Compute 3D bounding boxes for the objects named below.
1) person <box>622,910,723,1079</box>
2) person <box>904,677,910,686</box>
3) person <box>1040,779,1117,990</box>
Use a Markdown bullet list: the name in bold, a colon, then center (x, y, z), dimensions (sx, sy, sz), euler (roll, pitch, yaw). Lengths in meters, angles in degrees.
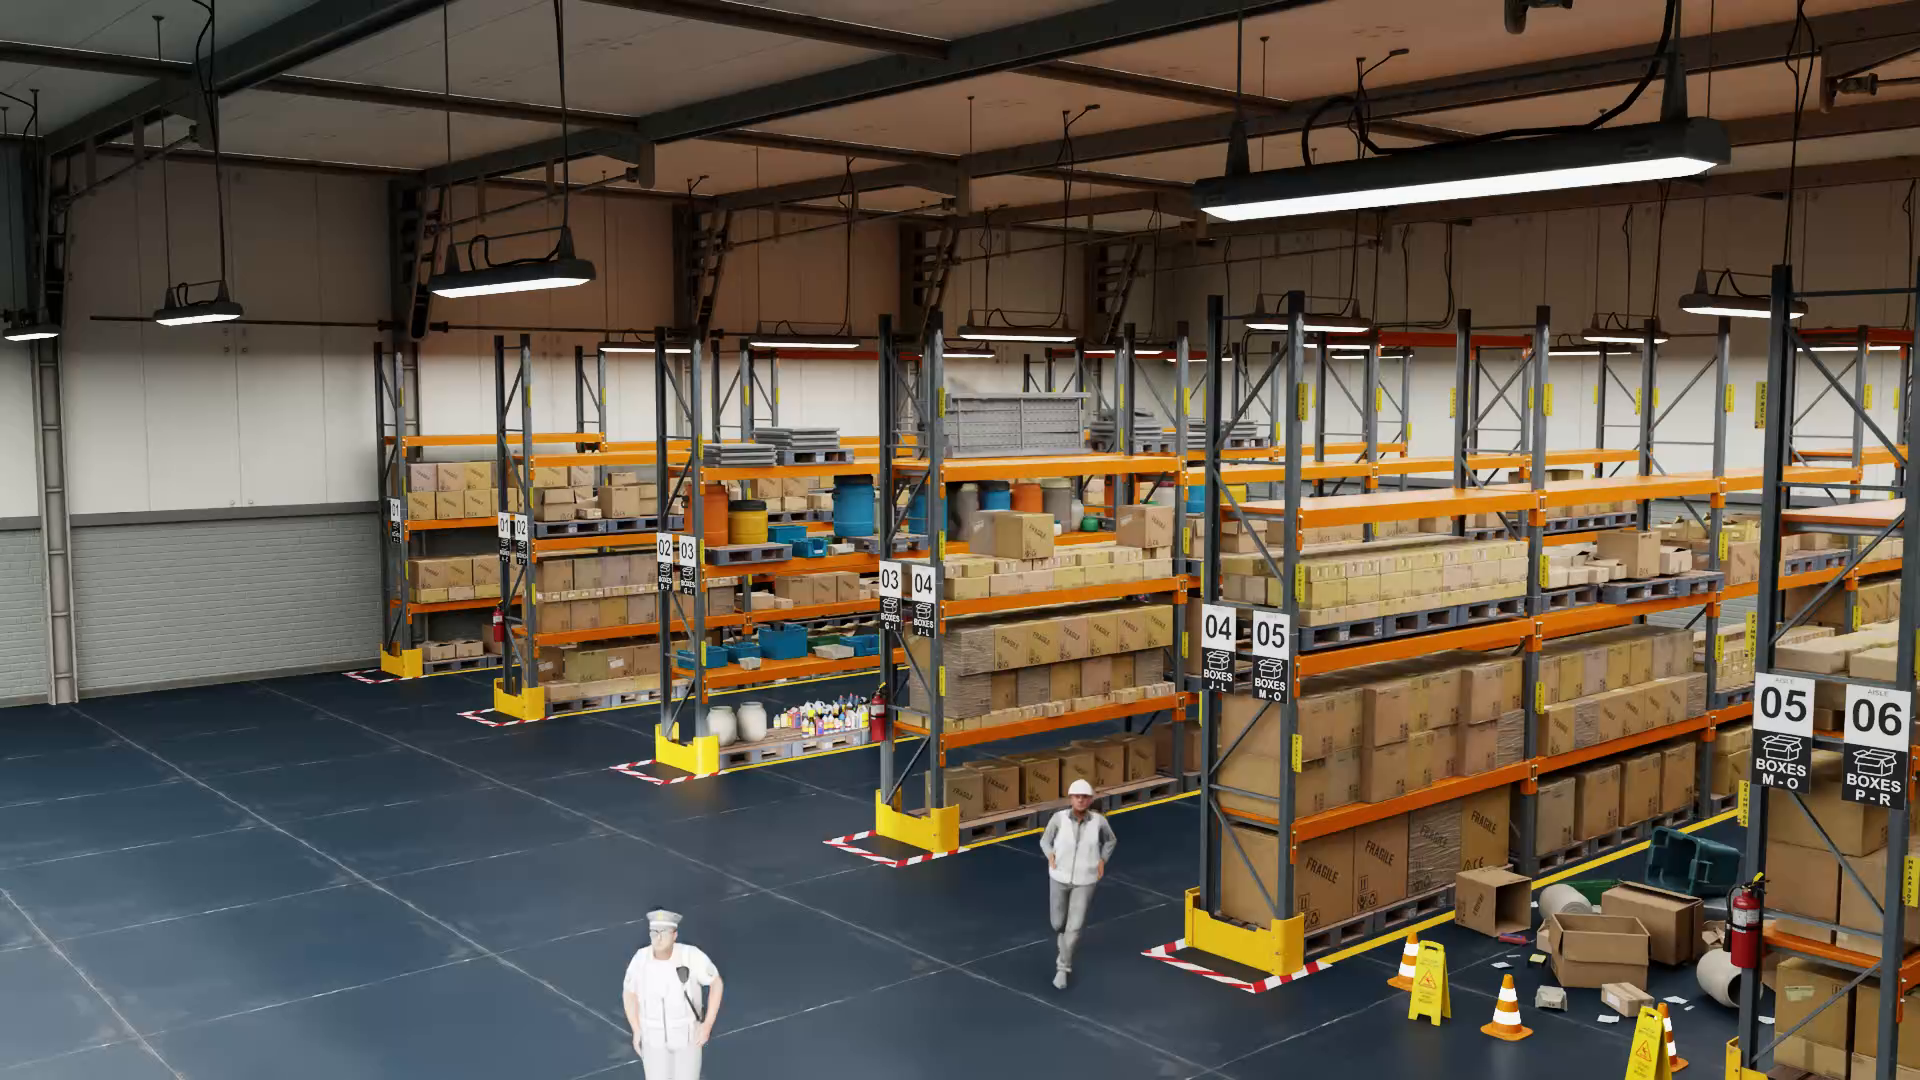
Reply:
- **person**: center (-1.919, 3.290, 11.153), dimensions (0.669, 1.770, 0.667), euler (0, 5, 0)
- **person**: center (-0.623, 1.541, 27.384), dimensions (0.852, 1.664, 0.630), euler (-5, 7, -41)
- **person**: center (1.032, 2.973, 14.635), dimensions (0.671, 1.759, 0.911), euler (1, 5, 10)
